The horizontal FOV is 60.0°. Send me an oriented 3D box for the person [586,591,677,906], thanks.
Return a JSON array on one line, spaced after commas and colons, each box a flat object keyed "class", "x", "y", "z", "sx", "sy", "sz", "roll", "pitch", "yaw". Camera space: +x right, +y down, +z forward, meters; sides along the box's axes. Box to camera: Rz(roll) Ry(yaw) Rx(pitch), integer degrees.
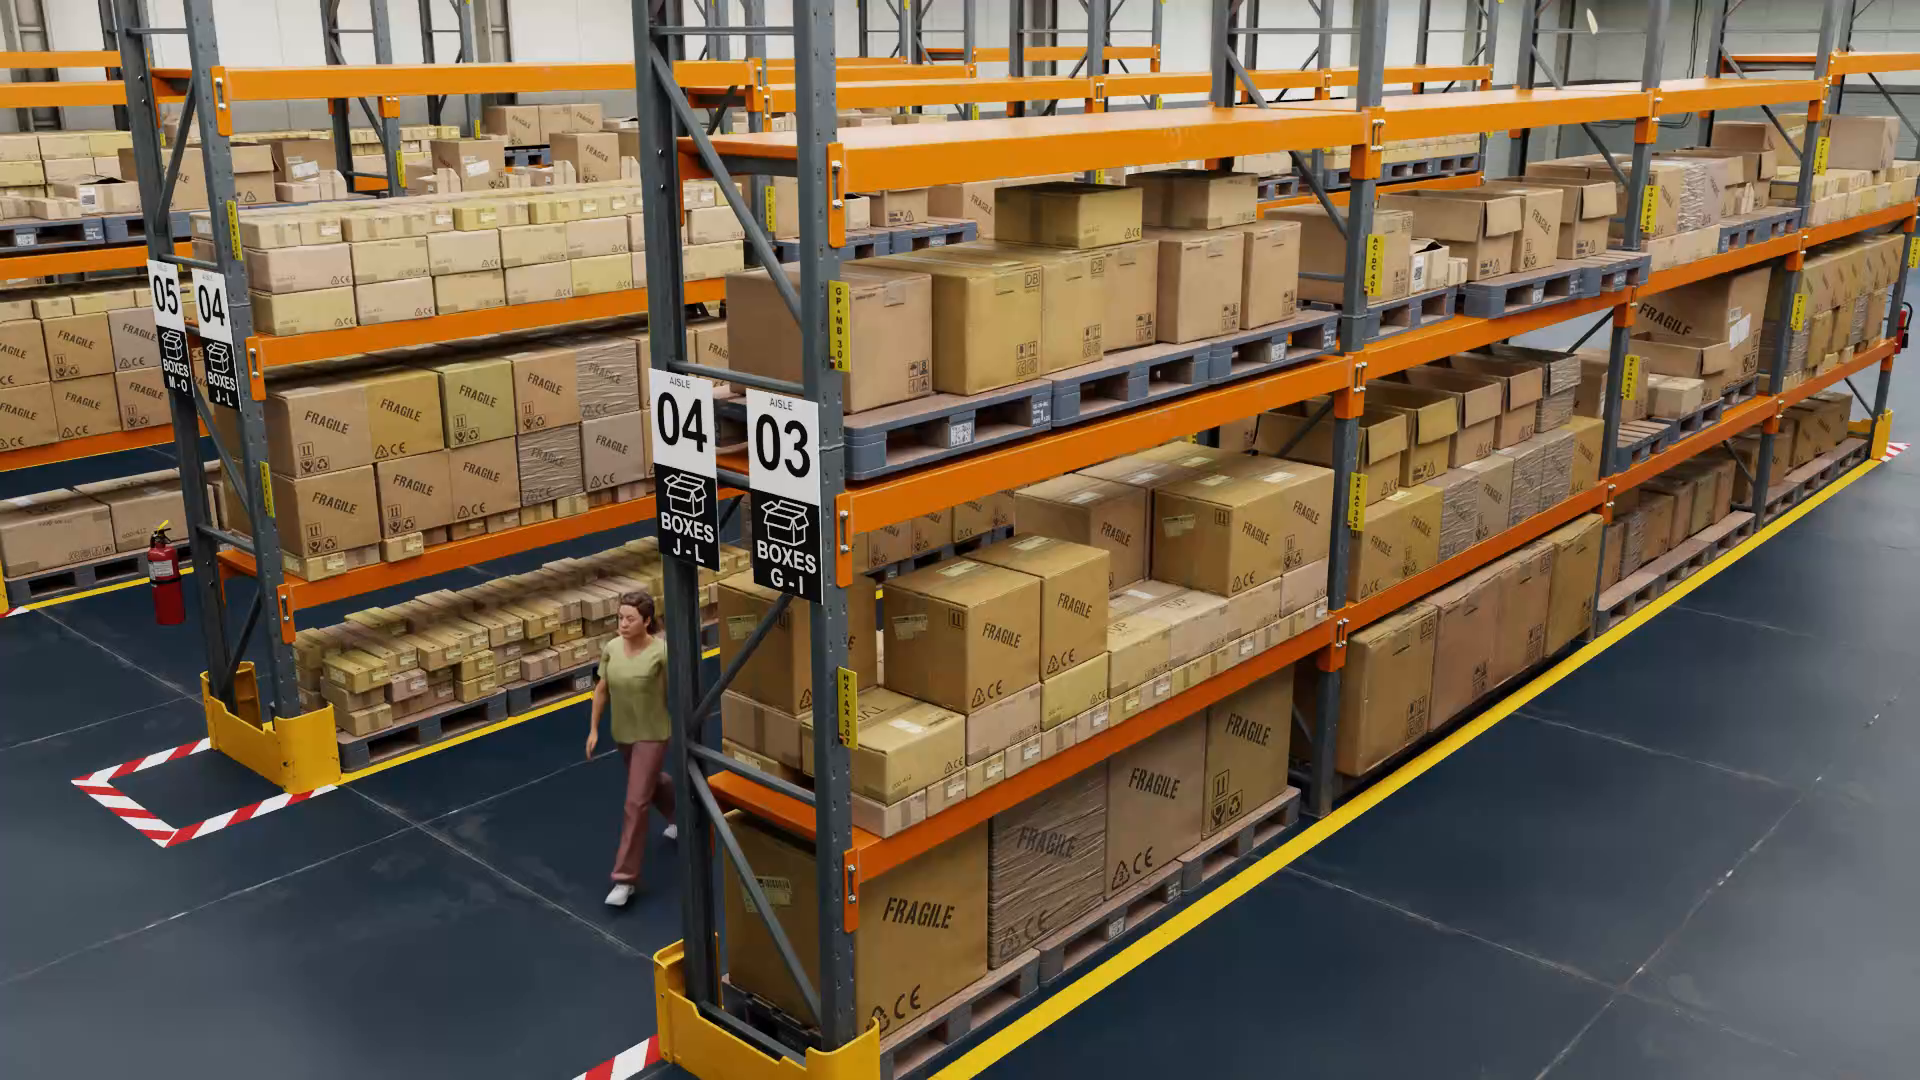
[{"class": "person", "x": -1.776, "y": 1.181, "z": 9.135, "sx": 0.458, "sy": 1.363, "sz": 1.057, "roll": 7, "pitch": 18, "yaw": 21}]
